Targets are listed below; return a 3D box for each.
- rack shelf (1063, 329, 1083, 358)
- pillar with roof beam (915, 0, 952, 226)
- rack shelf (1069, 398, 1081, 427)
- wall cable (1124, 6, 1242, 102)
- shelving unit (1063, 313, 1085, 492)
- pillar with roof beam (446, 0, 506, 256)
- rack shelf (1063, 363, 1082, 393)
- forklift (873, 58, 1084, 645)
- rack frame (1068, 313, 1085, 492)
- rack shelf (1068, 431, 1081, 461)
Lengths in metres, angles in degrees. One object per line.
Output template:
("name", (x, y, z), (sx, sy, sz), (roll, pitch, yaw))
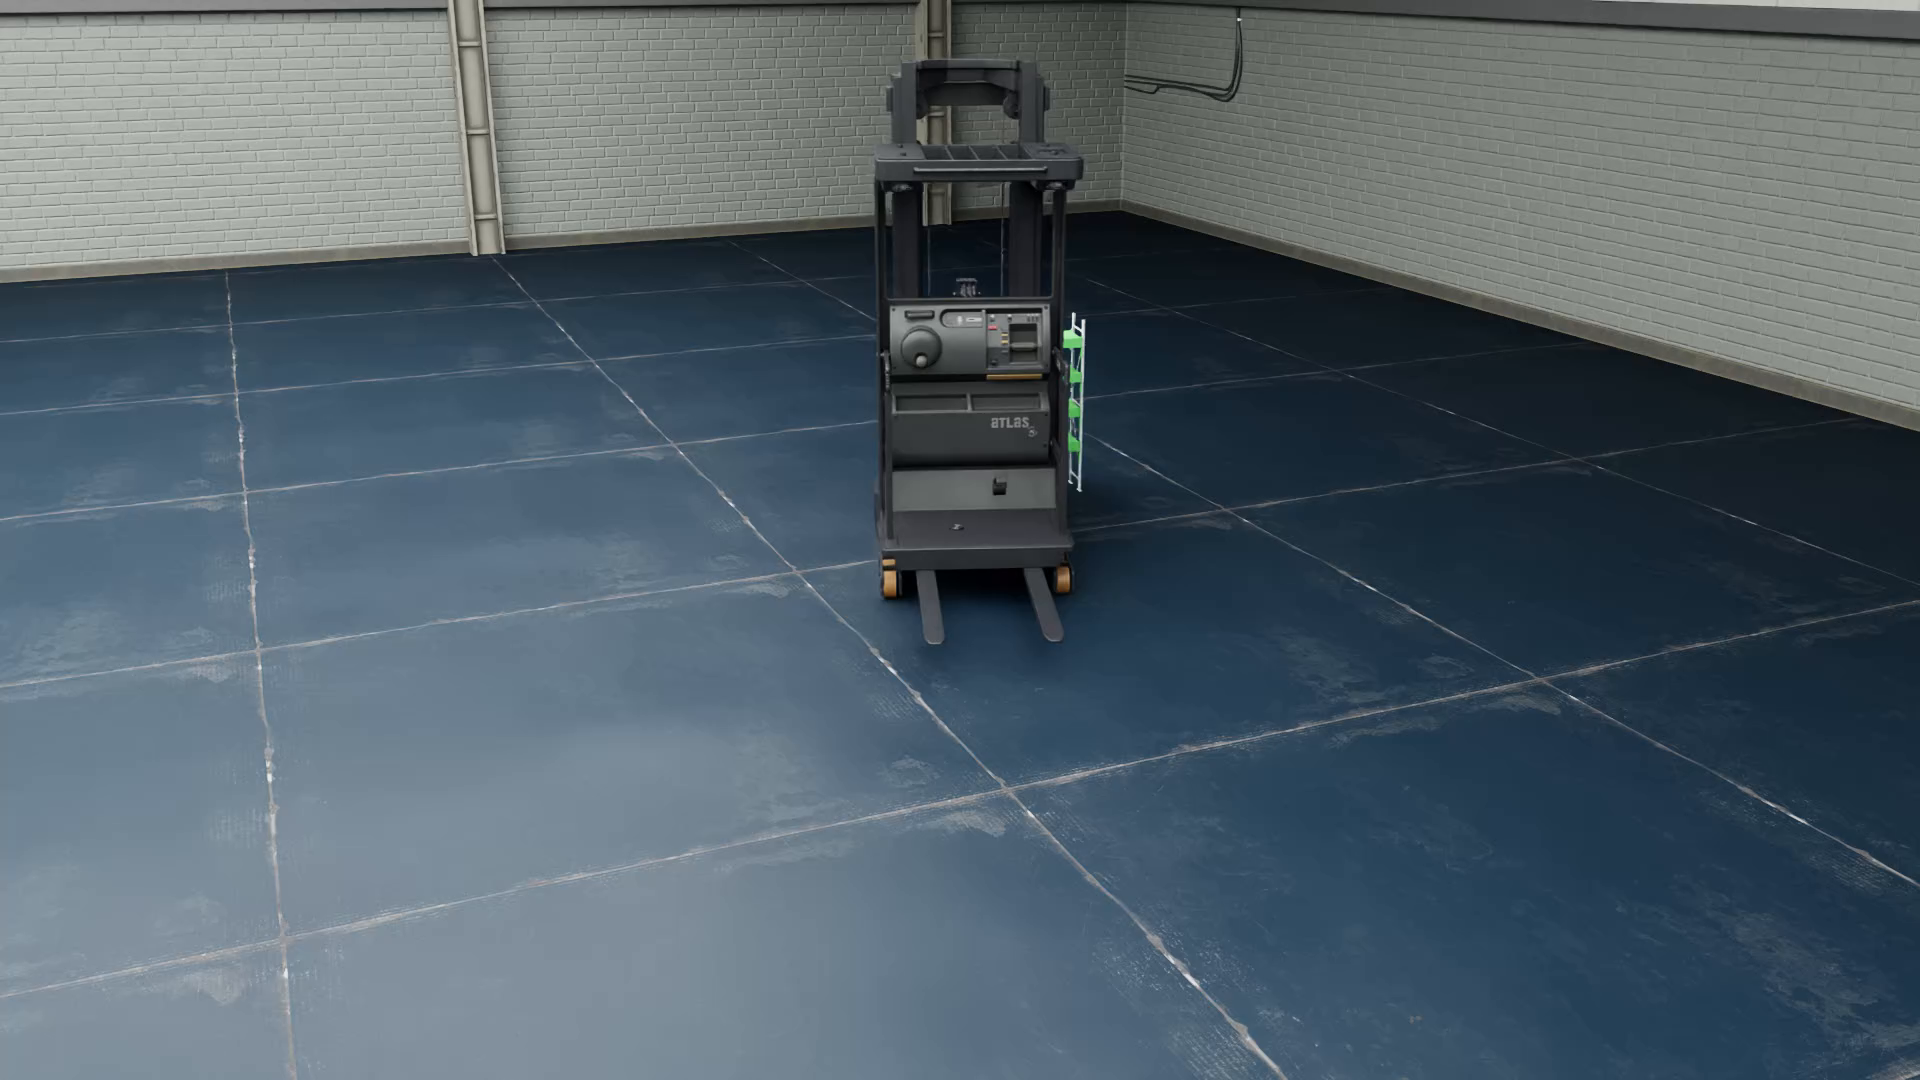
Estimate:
("rack shelf", (0.560, -1.310, 11.182), (0.480, 0.148, 0.258), (-5, 20, -13))
("pillar with roof beam", (1.352, -7.286, 17.665), (0.400, 9.000, 9.100), (-8, 21, -22))
("rack shelf", (0.560, -0.857, 11.342), (0.480, 0.148, 0.258), (-5, 20, -13))
("wall cable", (2.876, -7.118, 21.865), (0.112, 2.526, 3.097), (-8, 21, -22))
("shelving unit", (0.560, -0.917, 11.321), (0.503, 1.200, 0.258), (-5, 20, -13))
("pillar with roof beam", (-4.157, -6.497, 15.423), (0.400, 9.000, 9.100), (-8, 21, -22))
("rack shelf", (0.560, -1.083, 11.262), (0.480, 0.148, 0.258), (-5, 20, -13))
("forklift", (0.076, -1.157, 9.396), (1.130, 2.935, 3.031), (-1, 19, -4))
("rack frame", (0.797, -0.936, 11.374), (0.015, 1.200, 0.240), (-5, 20, -13))
("rack shelf", (0.560, -0.631, 11.422), (0.480, 0.148, 0.258), (-5, 20, -13))
